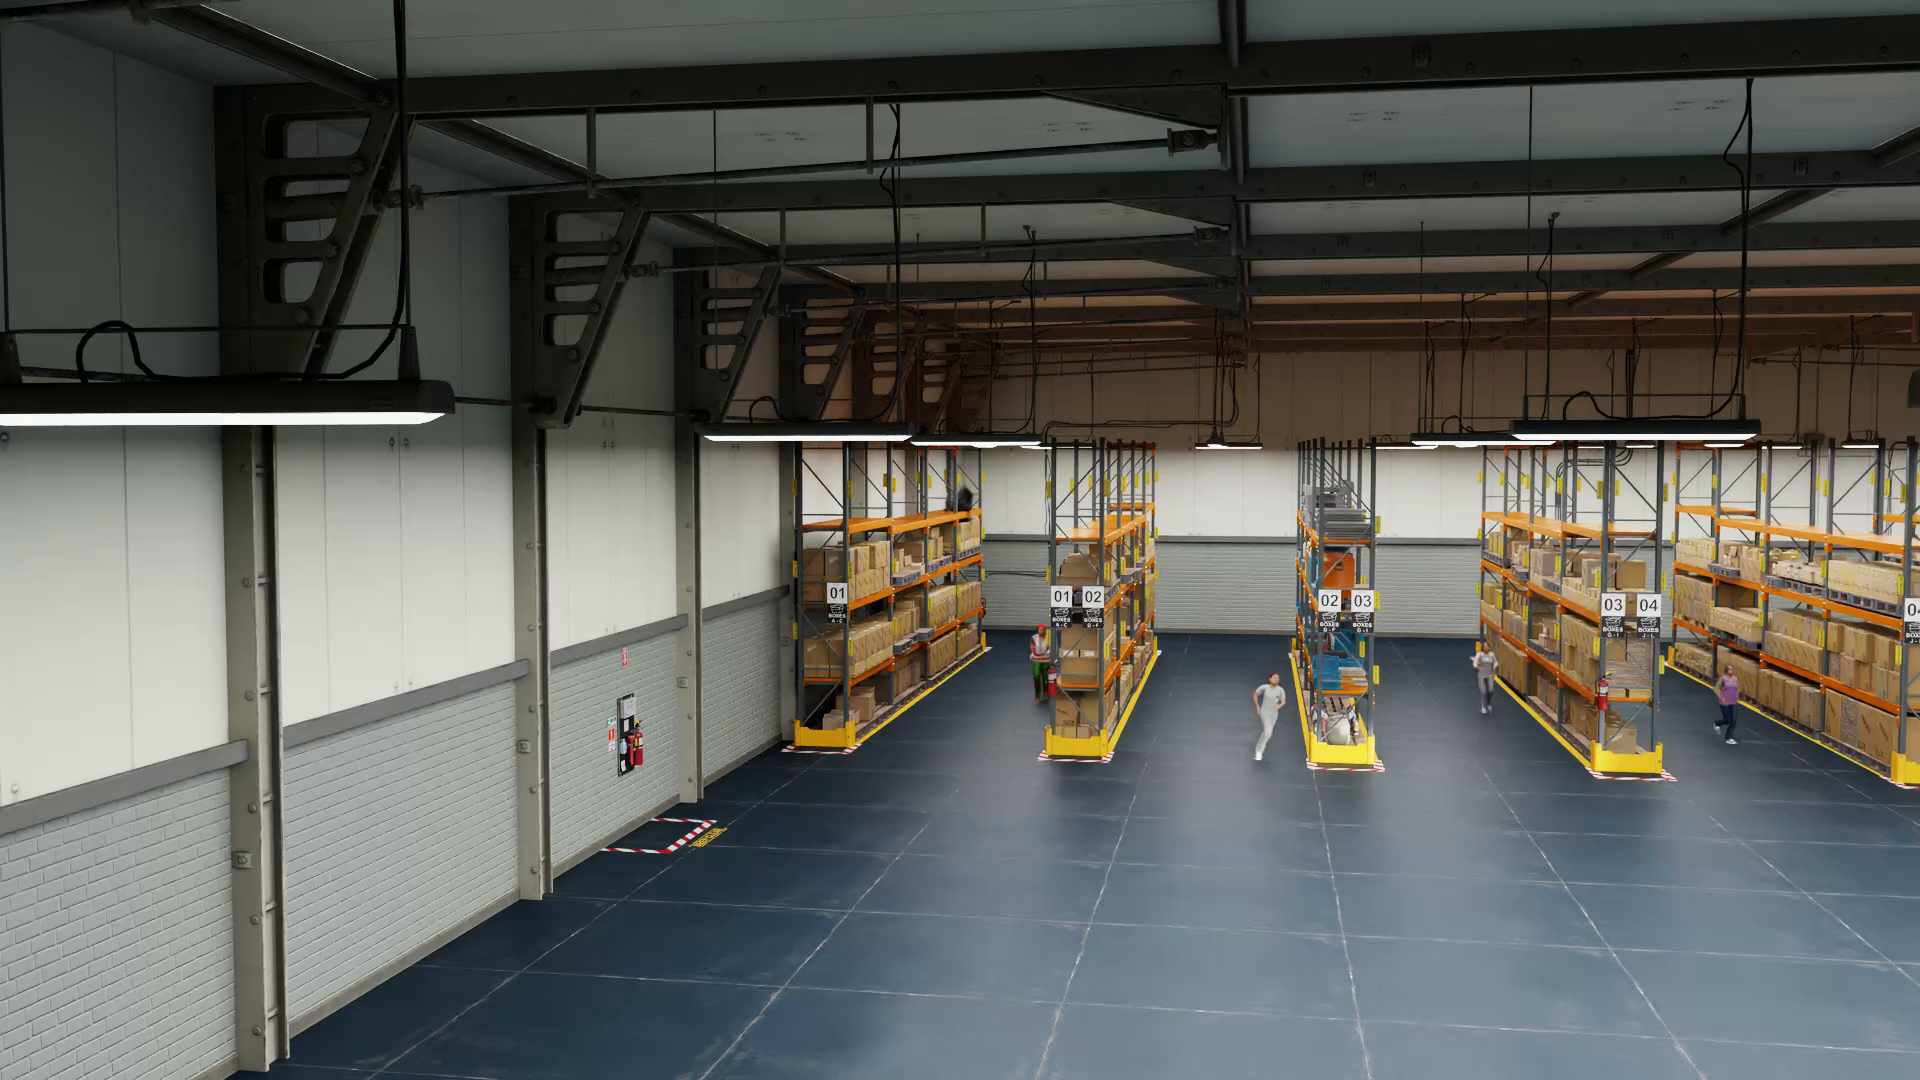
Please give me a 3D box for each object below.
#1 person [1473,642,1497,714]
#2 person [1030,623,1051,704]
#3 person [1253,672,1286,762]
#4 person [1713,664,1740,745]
[{"bbox_3d":[11.481,3.005,36.321,0.532,1.577,0.627,1,3,11],"label":"person"},{"bbox_3d":[1.894,2.817,38.215,0.574,1.831,0.912,0,3,5],"label":"person"},{"bbox_3d":[5.752,3.269,30.904,0.574,1.657,0.636,-1,3,-11],"label":"person"},{"bbox_3d":[15.084,3.210,32.675,0.554,1.552,0.679,0,3,-8],"label":"person"}]
